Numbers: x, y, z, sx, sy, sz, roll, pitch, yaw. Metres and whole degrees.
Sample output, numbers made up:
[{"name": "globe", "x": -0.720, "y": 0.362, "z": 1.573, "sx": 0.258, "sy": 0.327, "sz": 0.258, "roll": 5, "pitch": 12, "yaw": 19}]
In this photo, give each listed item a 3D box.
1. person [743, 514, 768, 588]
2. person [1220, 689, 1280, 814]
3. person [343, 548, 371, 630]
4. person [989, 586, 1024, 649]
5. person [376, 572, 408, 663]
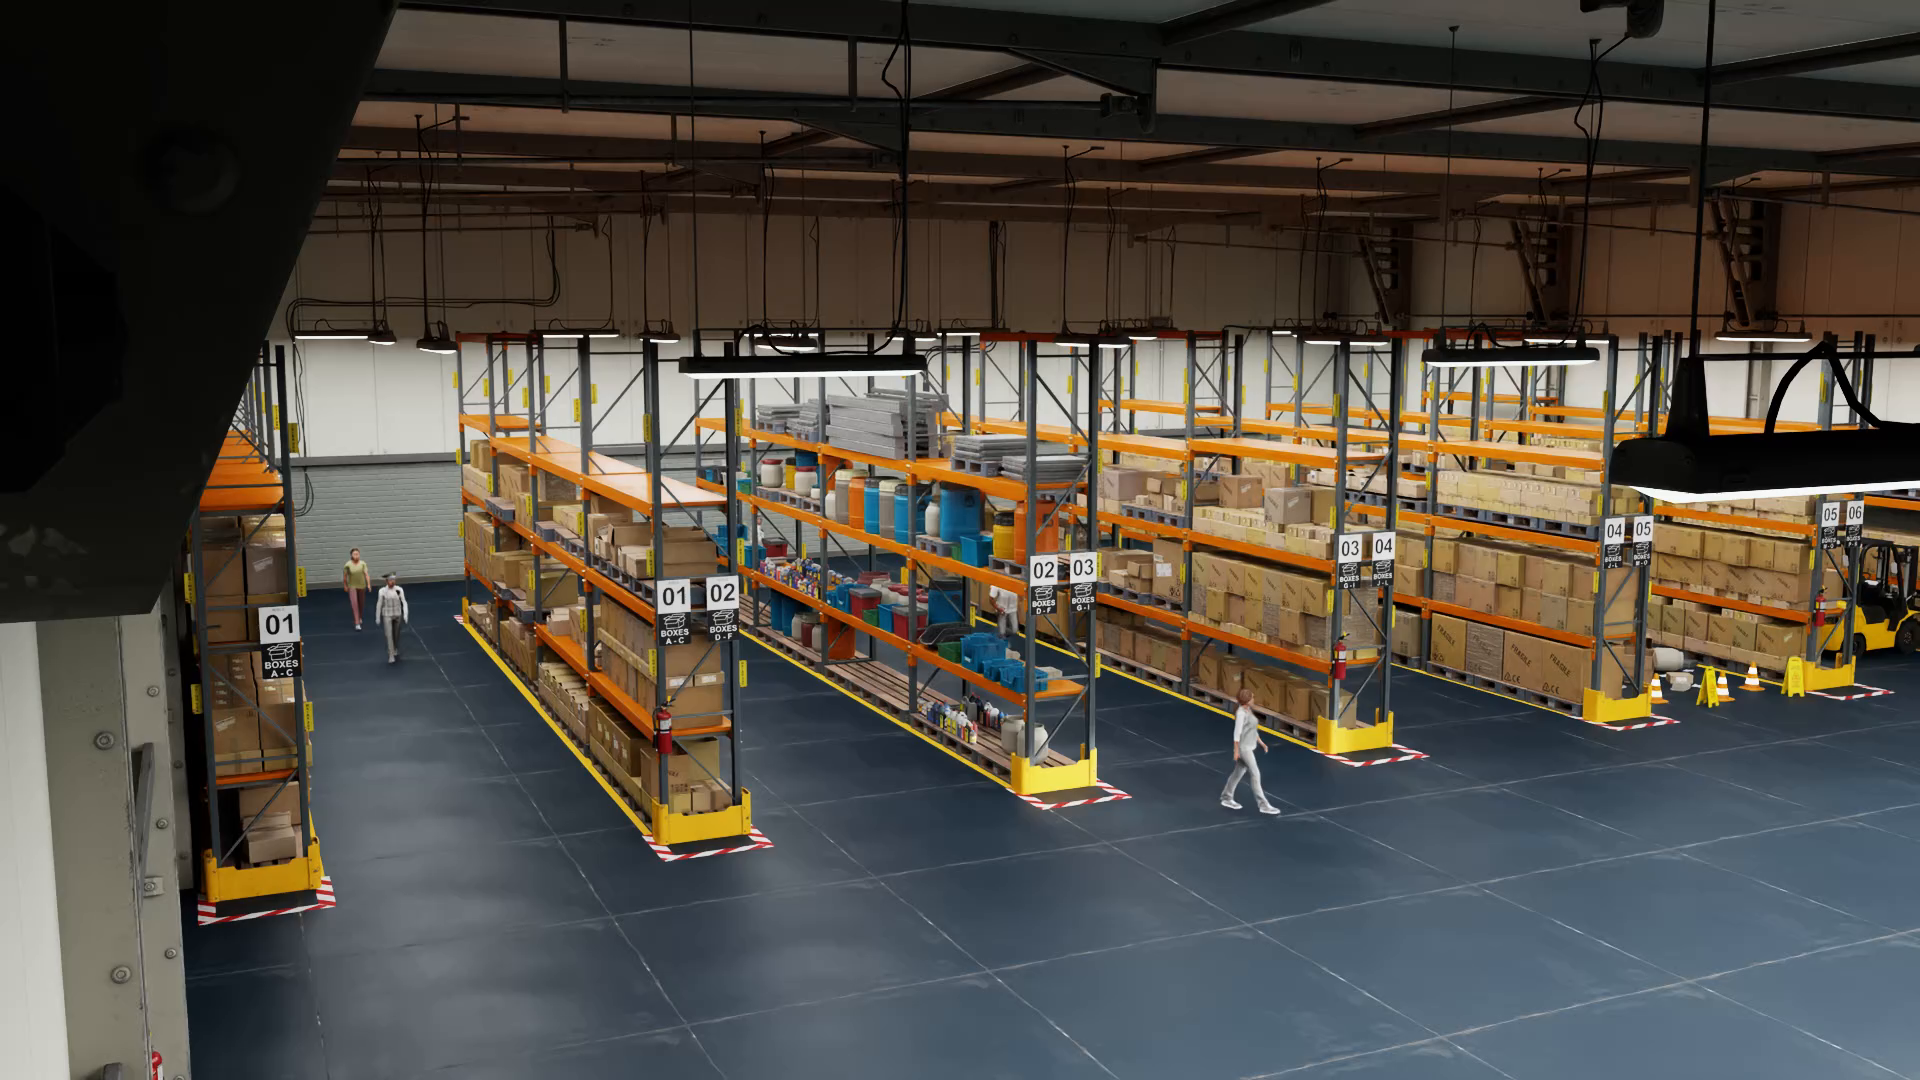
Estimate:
[{"name": "person", "x": -4.777, "y": 0.255, "z": 38.597, "sx": 0.640, "sy": 1.740, "sz": 0.588, "roll": -1, "pitch": 8, "yaw": -6}, {"name": "person", "x": 3.725, "y": 2.685, "z": 21.244, "sx": 0.789, "sy": 1.577, "sz": 0.488, "roll": 2, "pitch": 8, "yaw": 16}, {"name": "person", "x": -12.246, "y": 0.968, "z": 33.777, "sx": 0.503, "sy": 1.609, "sz": 1.058, "roll": -4, "pitch": 9, "yaw": -26}, {"name": "person", "x": 0.875, "y": 1.315, "z": 31.136, "sx": 0.743, "sy": 1.670, "sz": 0.683, "roll": -2, "pitch": 8, "yaw": -16}, {"name": "person", "x": -10.422, "y": 1.385, "z": 30.556, "sx": 0.544, "sy": 1.612, "sz": 1.046, "roll": -4, "pitch": 9, "yaw": -29}]
